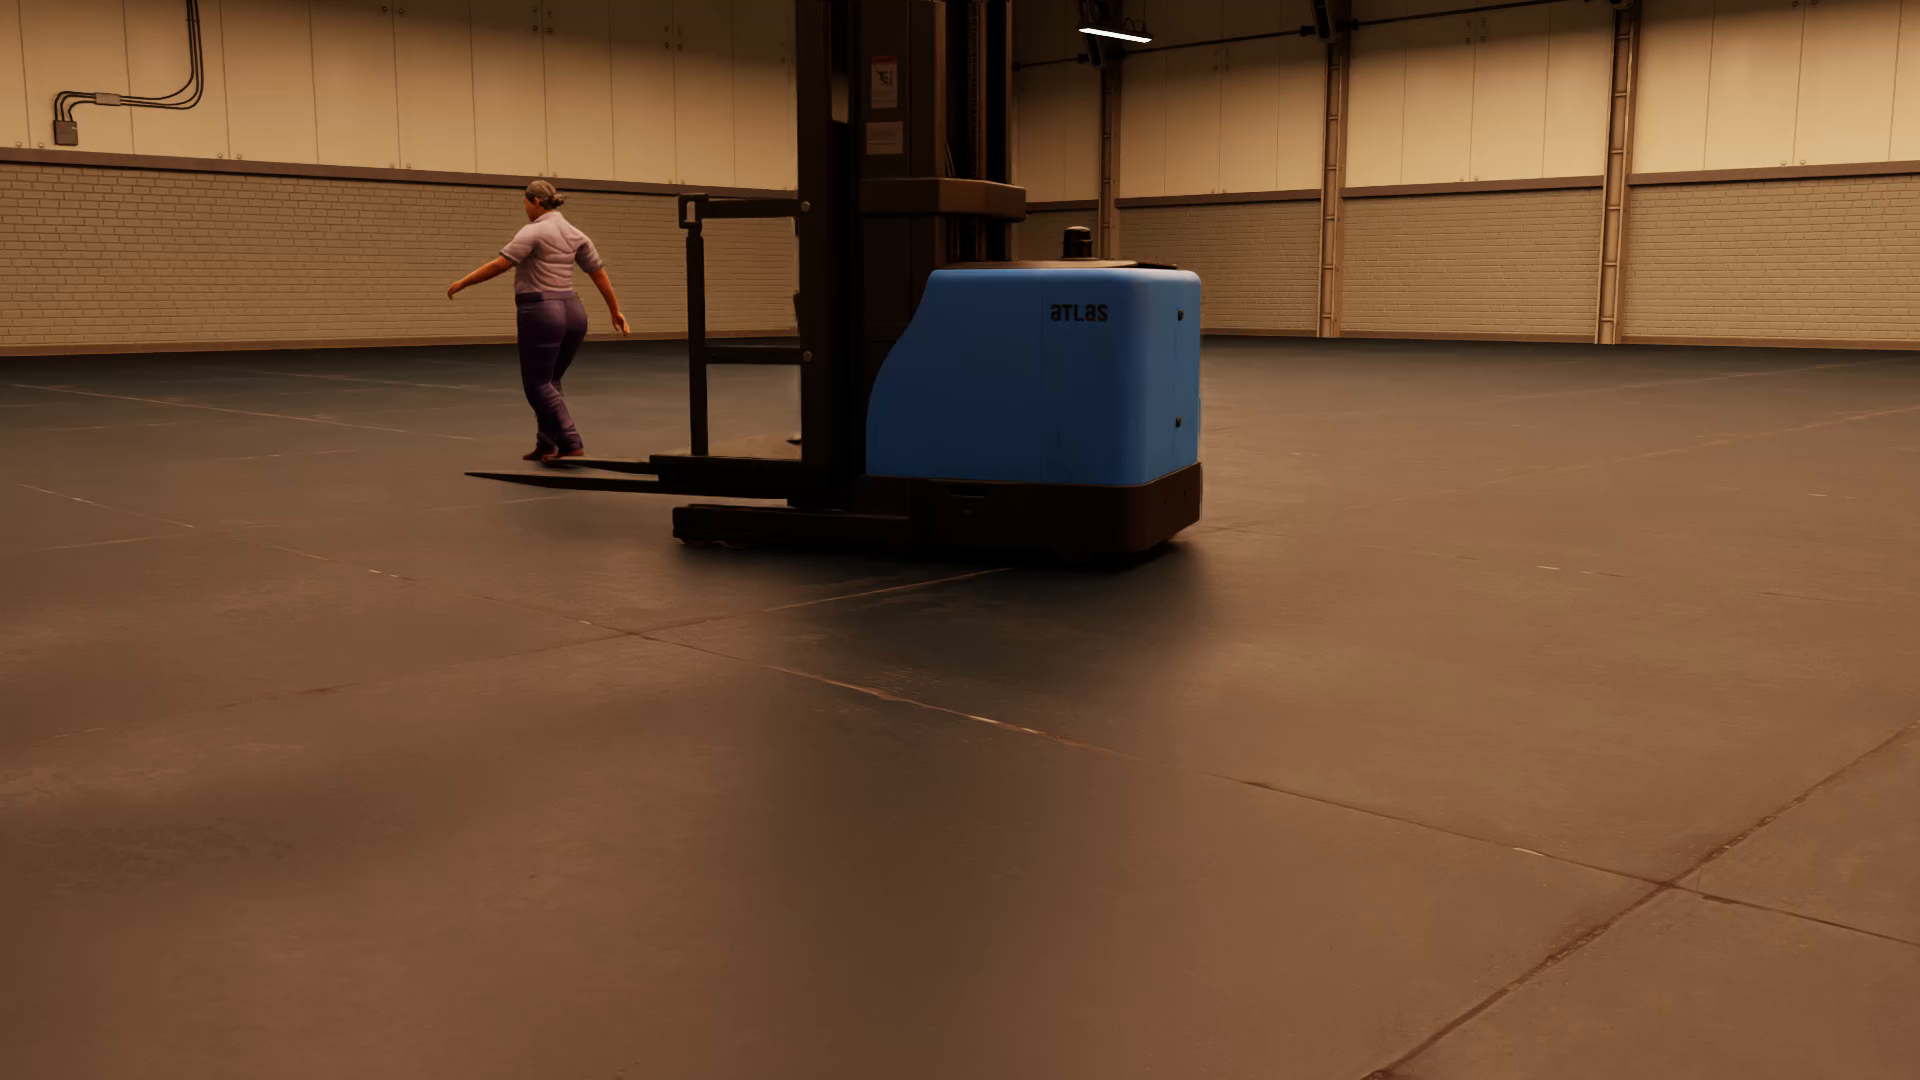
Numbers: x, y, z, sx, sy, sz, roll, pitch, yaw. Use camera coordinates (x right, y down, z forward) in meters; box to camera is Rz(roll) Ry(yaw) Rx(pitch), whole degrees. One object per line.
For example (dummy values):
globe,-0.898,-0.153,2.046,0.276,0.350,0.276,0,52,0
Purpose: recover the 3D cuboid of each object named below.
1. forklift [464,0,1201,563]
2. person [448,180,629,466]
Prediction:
forklift,-0.594,-1.480,6.704,3.031,2.935,1.130,3,9,21
person,-2.369,-1.240,9.574,0.729,1.630,0.894,5,10,32
